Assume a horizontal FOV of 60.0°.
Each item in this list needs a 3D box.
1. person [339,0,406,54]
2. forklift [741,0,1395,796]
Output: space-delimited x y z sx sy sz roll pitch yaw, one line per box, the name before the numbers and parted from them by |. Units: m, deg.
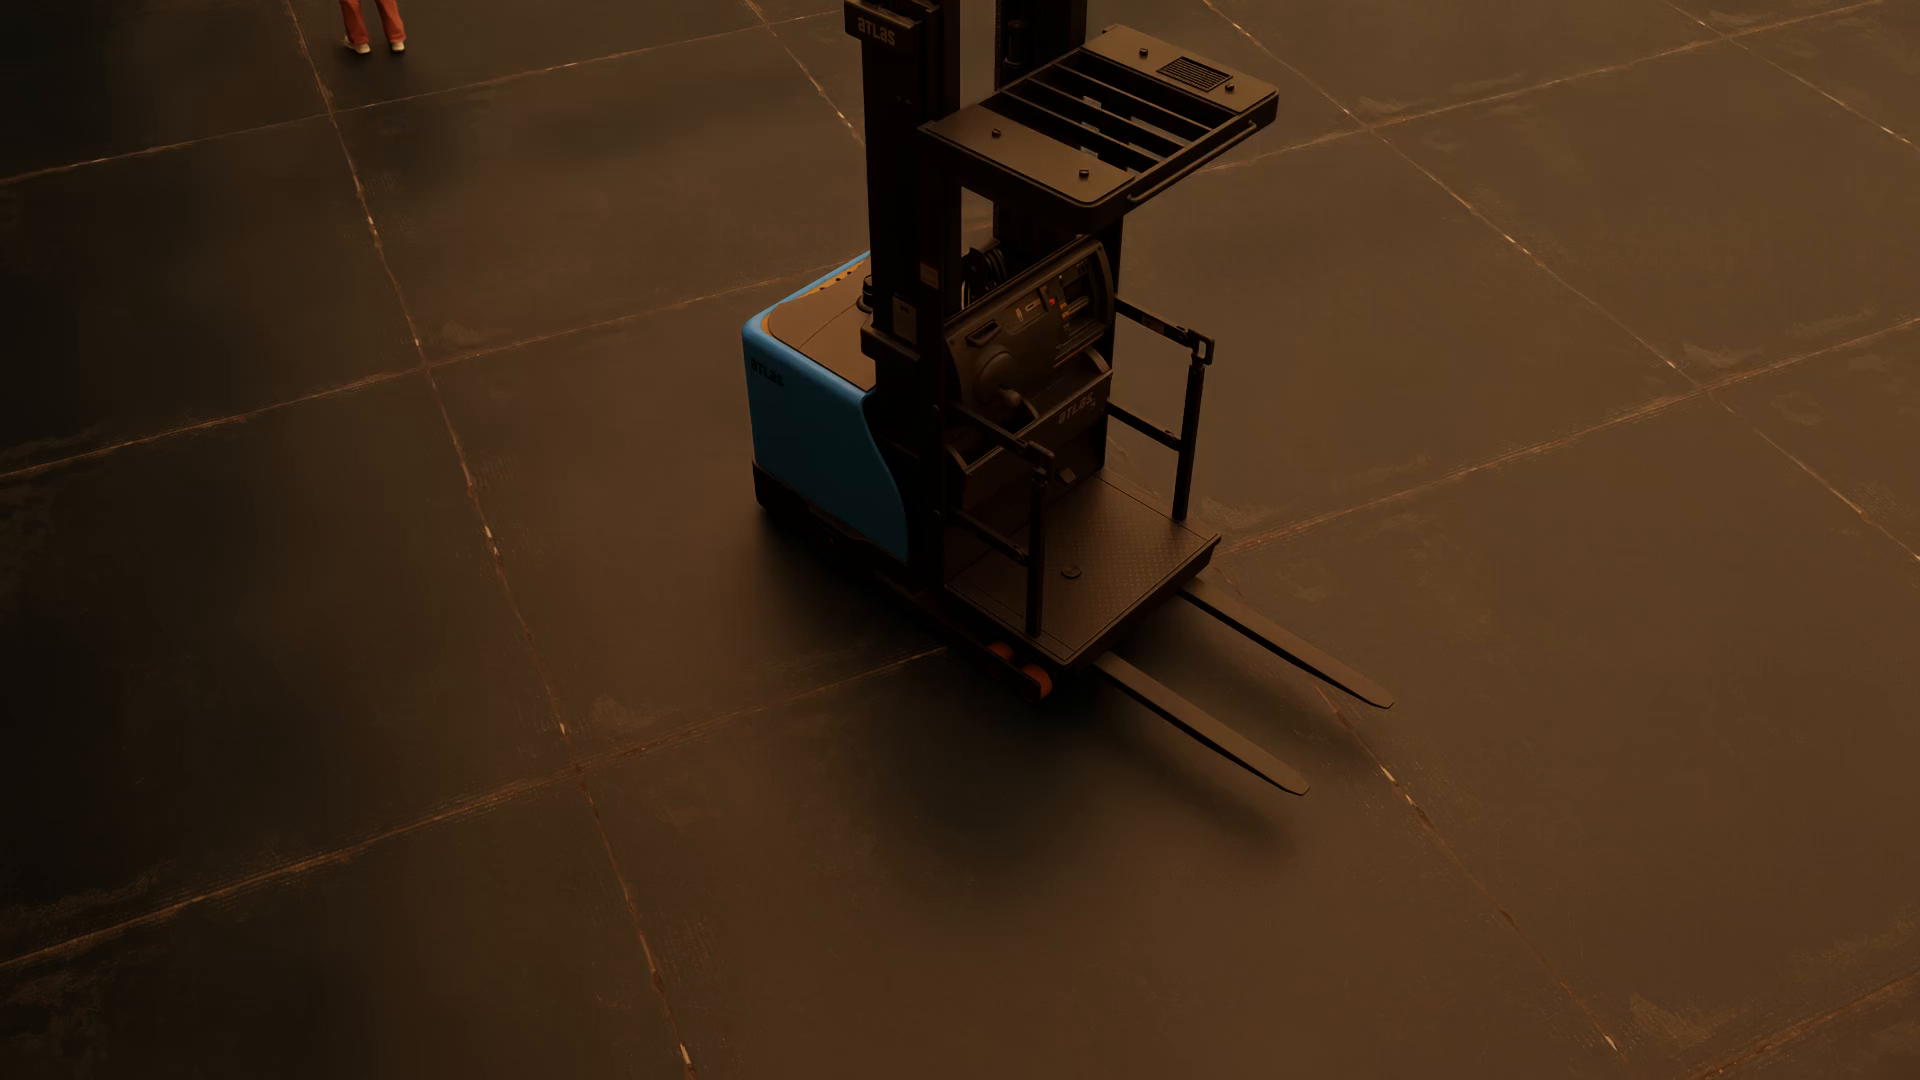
person | -4.006 -4.024 10.924 0.472 1.678 0.402 -20 46 -20
forklift | 0.445 -0.788 6.525 3.031 2.935 1.130 32 52 30
